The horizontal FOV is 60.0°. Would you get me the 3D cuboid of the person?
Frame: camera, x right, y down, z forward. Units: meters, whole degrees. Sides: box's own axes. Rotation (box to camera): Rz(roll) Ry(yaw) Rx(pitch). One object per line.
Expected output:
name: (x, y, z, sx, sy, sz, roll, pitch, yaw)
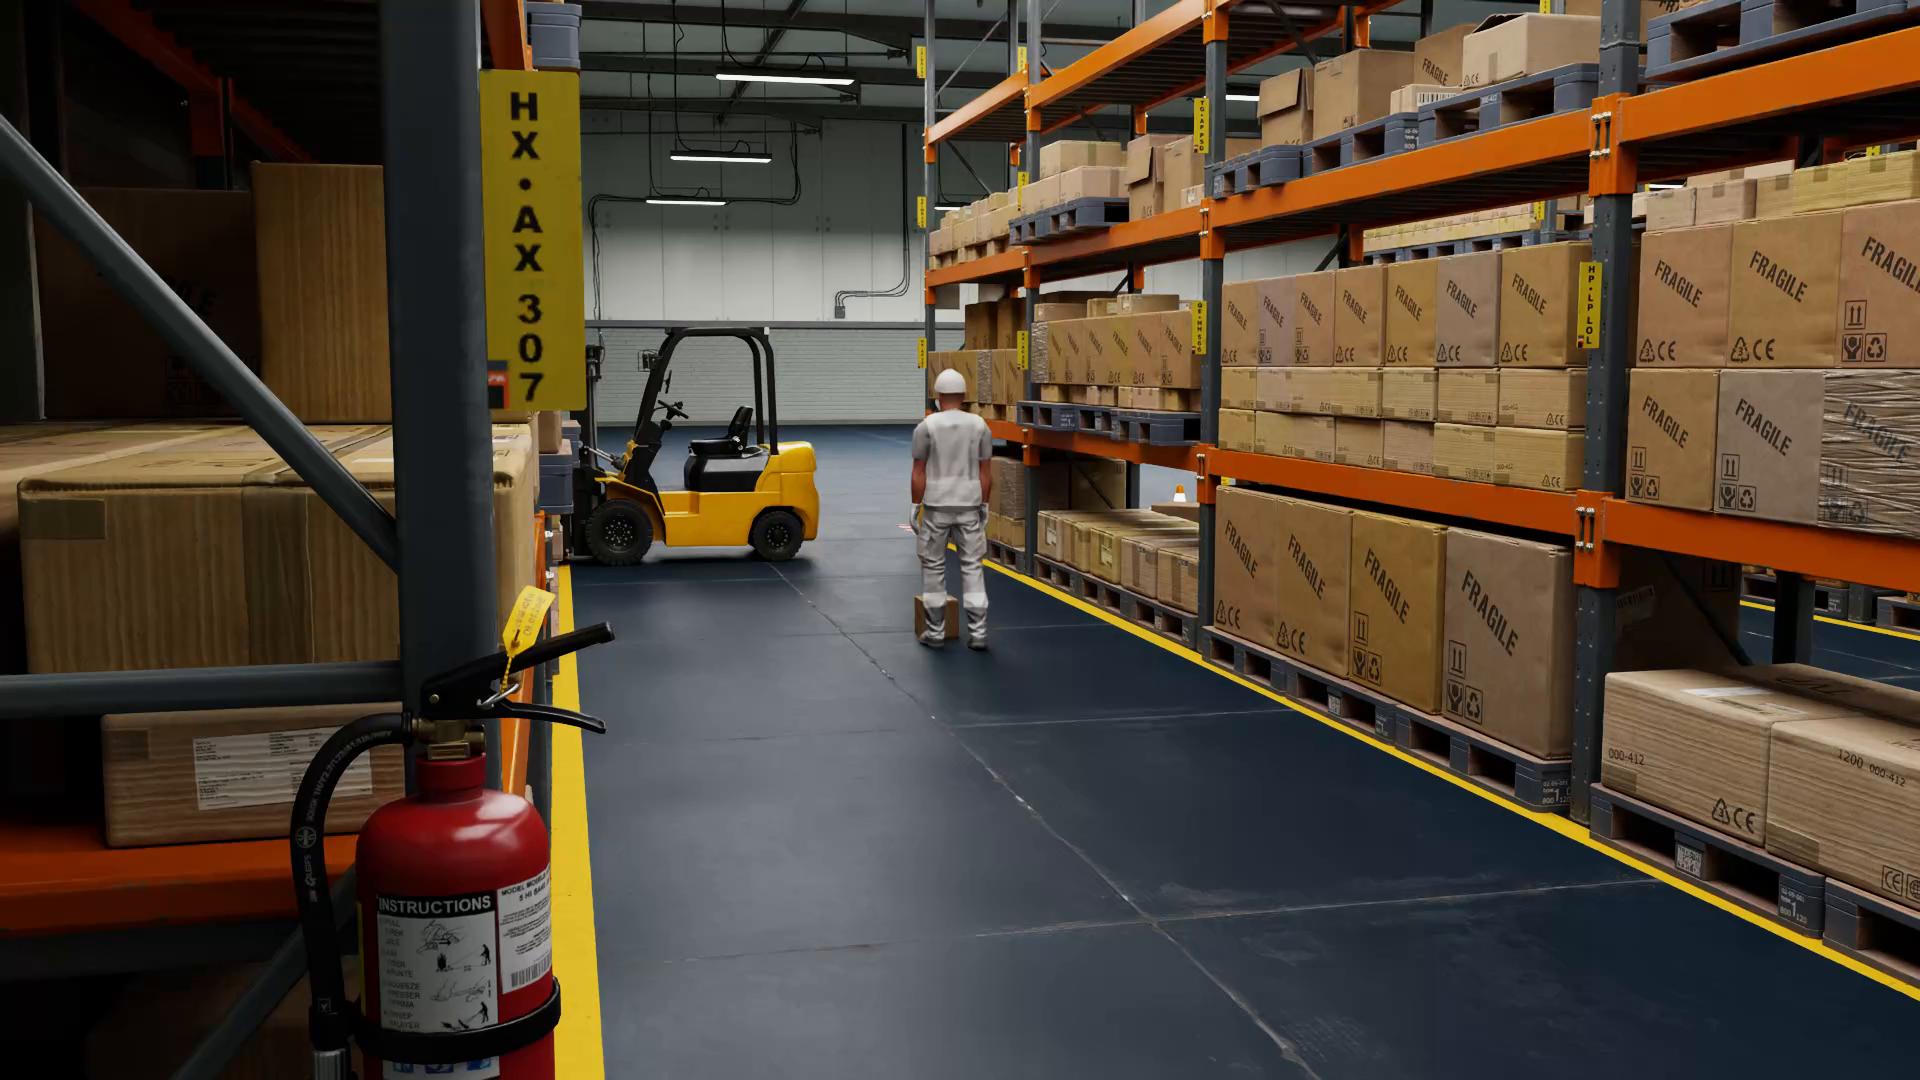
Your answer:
person: (-0.066, -0.185, 10.675, 0.525, 1.818, 0.416, -1, 6, -13)
